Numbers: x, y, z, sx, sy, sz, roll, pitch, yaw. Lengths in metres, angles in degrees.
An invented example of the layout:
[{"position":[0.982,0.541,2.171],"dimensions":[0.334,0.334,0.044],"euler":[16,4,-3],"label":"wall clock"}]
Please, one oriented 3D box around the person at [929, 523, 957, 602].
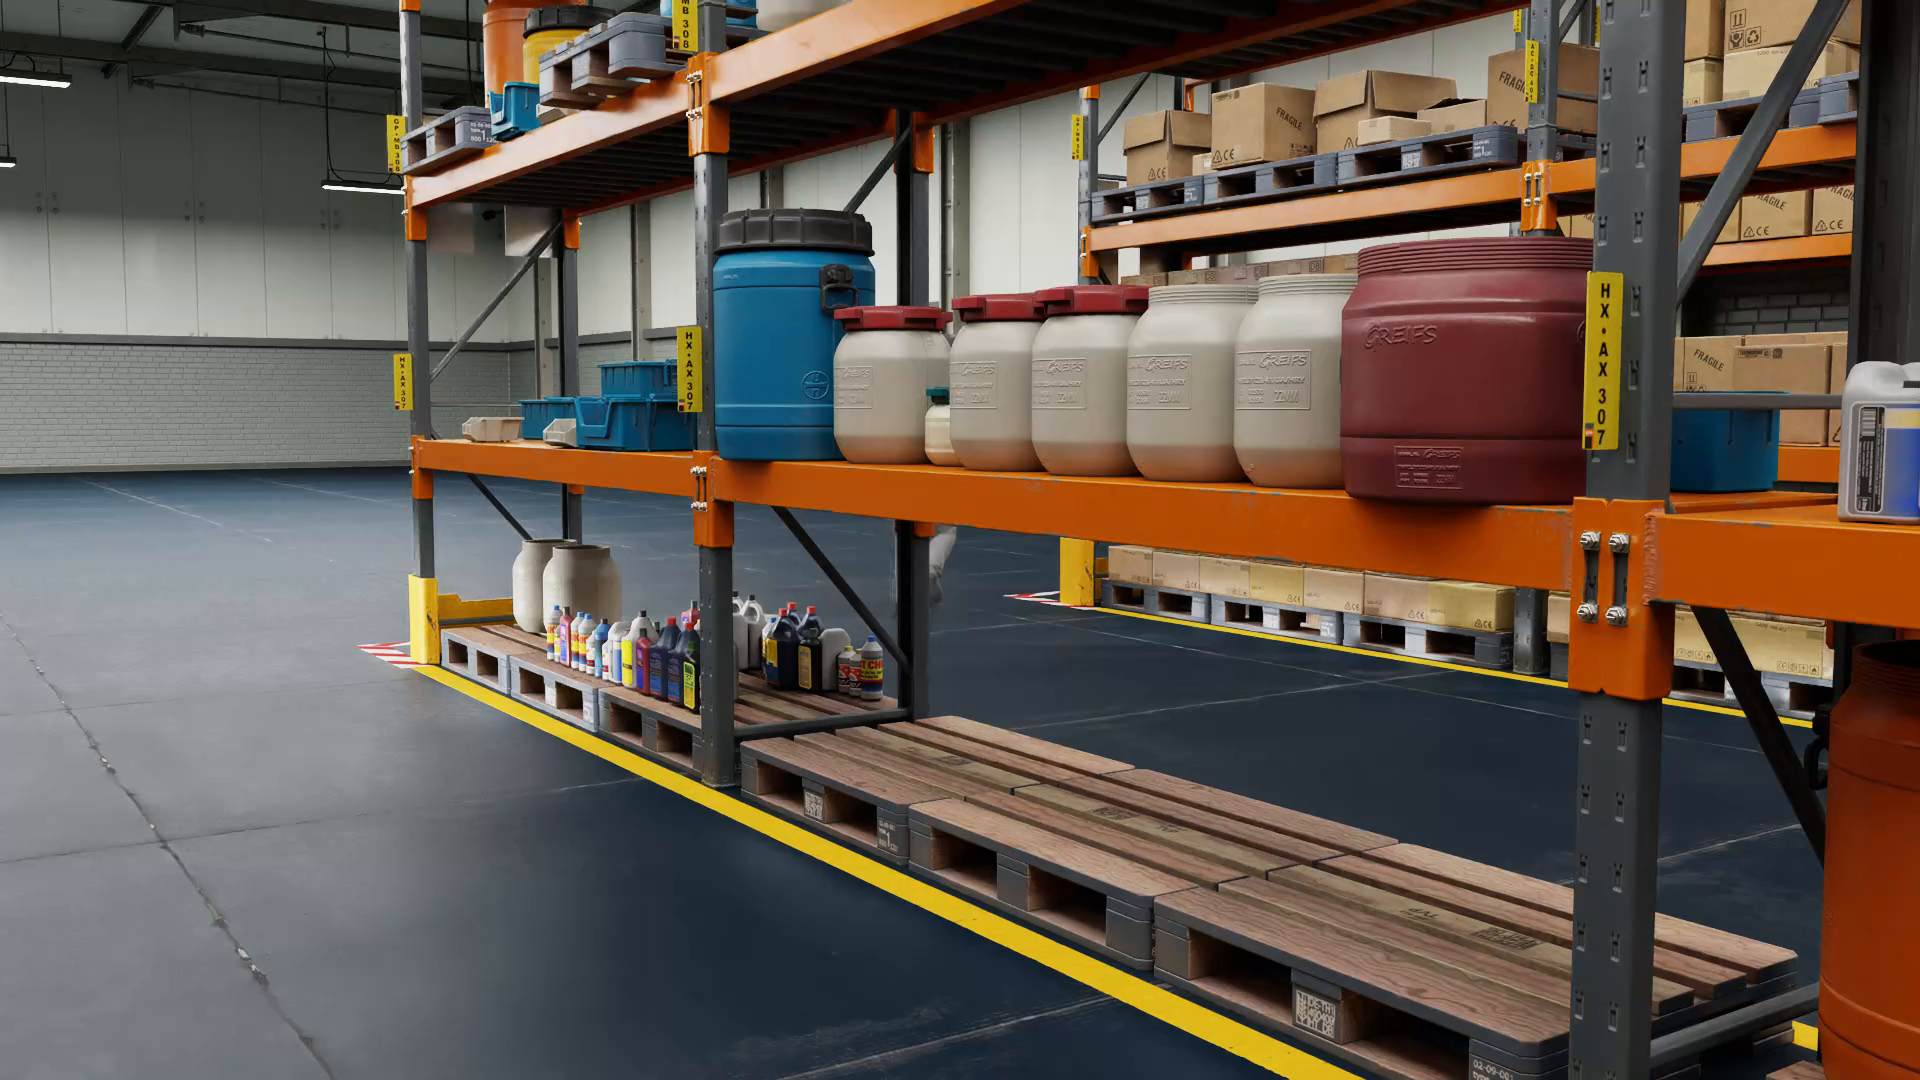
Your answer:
[{"position":[-0.257,-0.388,12.222],"dimensions":[0.582,1.754,0.575],"euler":[1,5,11],"label":"person"}]
